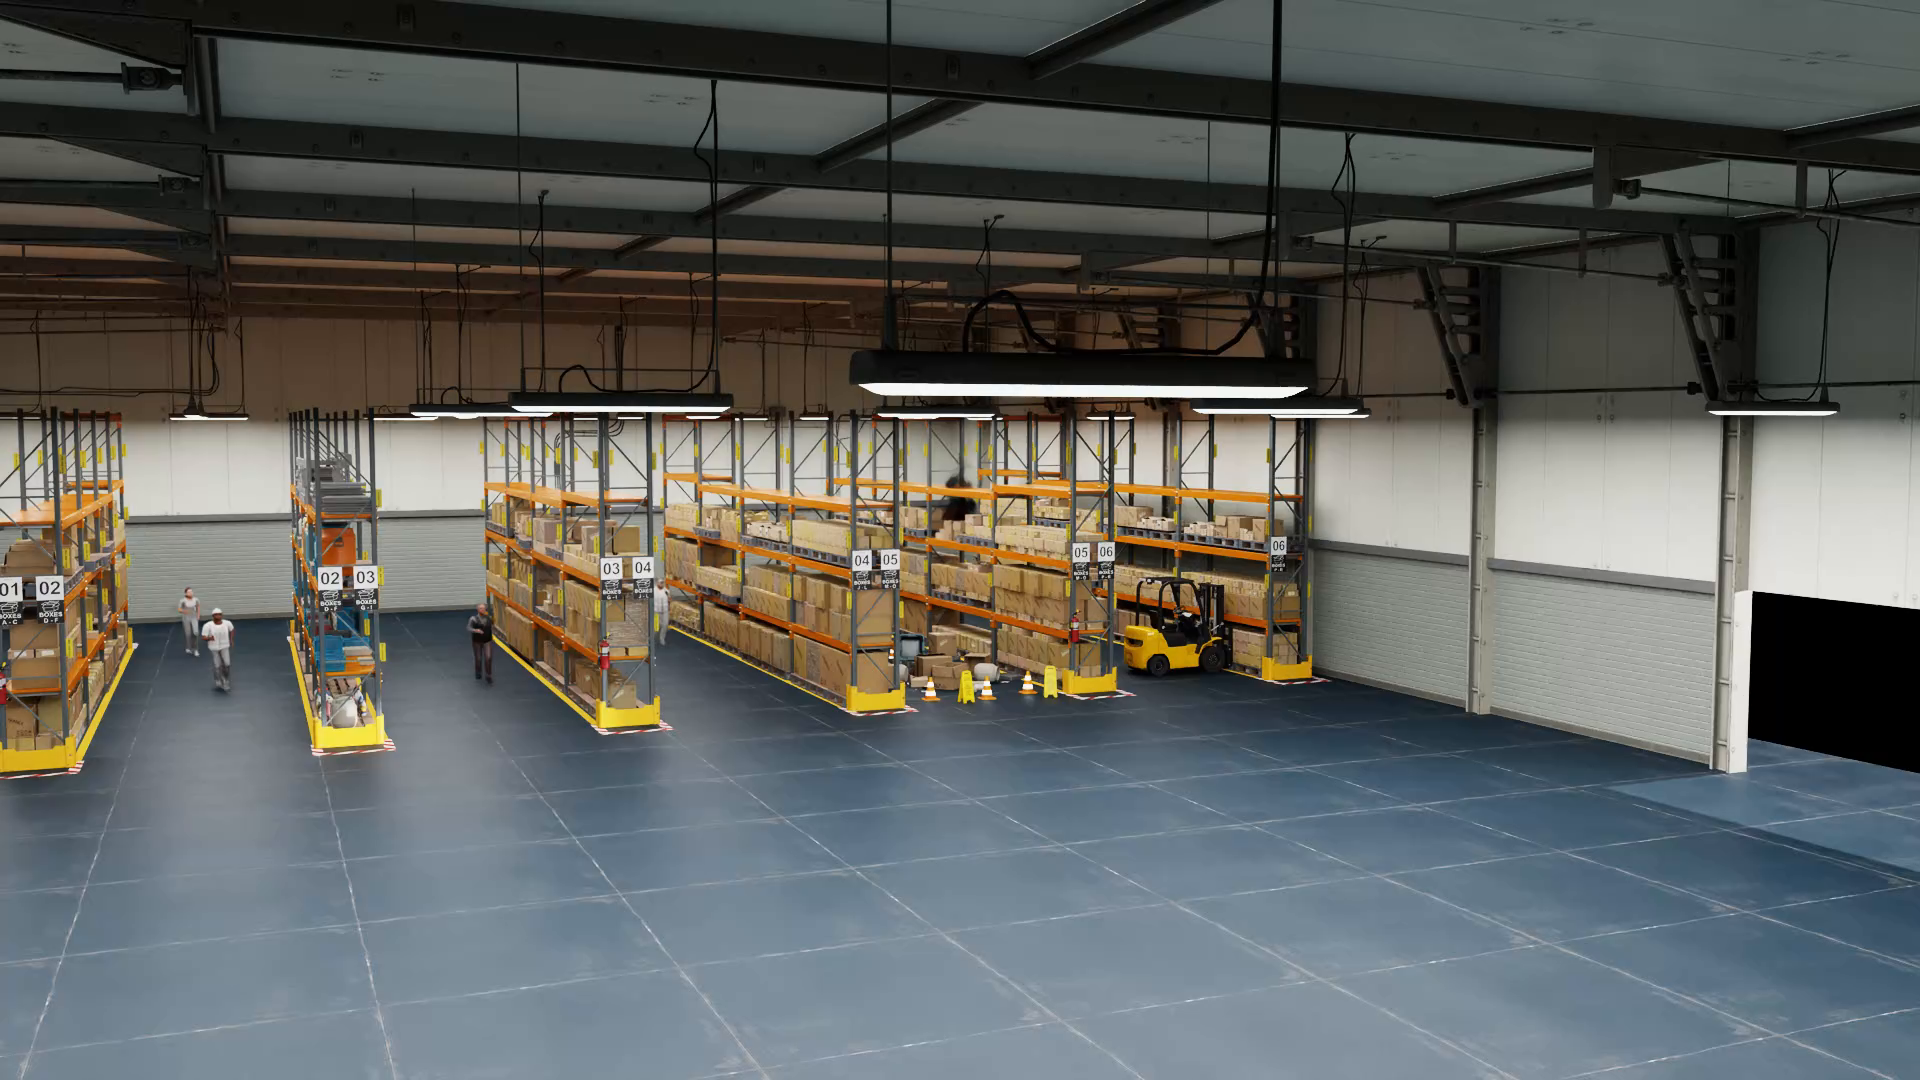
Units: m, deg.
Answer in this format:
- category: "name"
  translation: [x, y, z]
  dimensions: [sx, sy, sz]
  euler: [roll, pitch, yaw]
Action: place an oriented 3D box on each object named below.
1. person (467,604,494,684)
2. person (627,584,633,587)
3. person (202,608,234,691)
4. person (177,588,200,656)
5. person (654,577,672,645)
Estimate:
- category: "person"
  translation: [-10.576, 2.303, 36.740]
  dimensions: [0.637, 1.779, 0.779]
  euler: [-2, 4, -26]
- category: "person"
  translation: [-9.511, 1.459, 48.367]
  dimensions: [0.711, 1.746, 0.918]
  euler: [4, 5, 41]
- category: "person"
  translation: [-15.878, 2.356, 35.646]
  dimensions: [0.671, 1.806, 0.737]
  euler: [-2, 5, -30]
- category: "person"
  translation: [-19.033, 2.042, 41.059]
  dimensions: [0.533, 1.695, 0.747]
  euler: [-3, 5, -34]
- category: "person"
  translation: [-7.807, 1.832, 43.351]
  dimensions: [0.671, 1.749, 0.657]
  euler: [-2, 4, -25]
